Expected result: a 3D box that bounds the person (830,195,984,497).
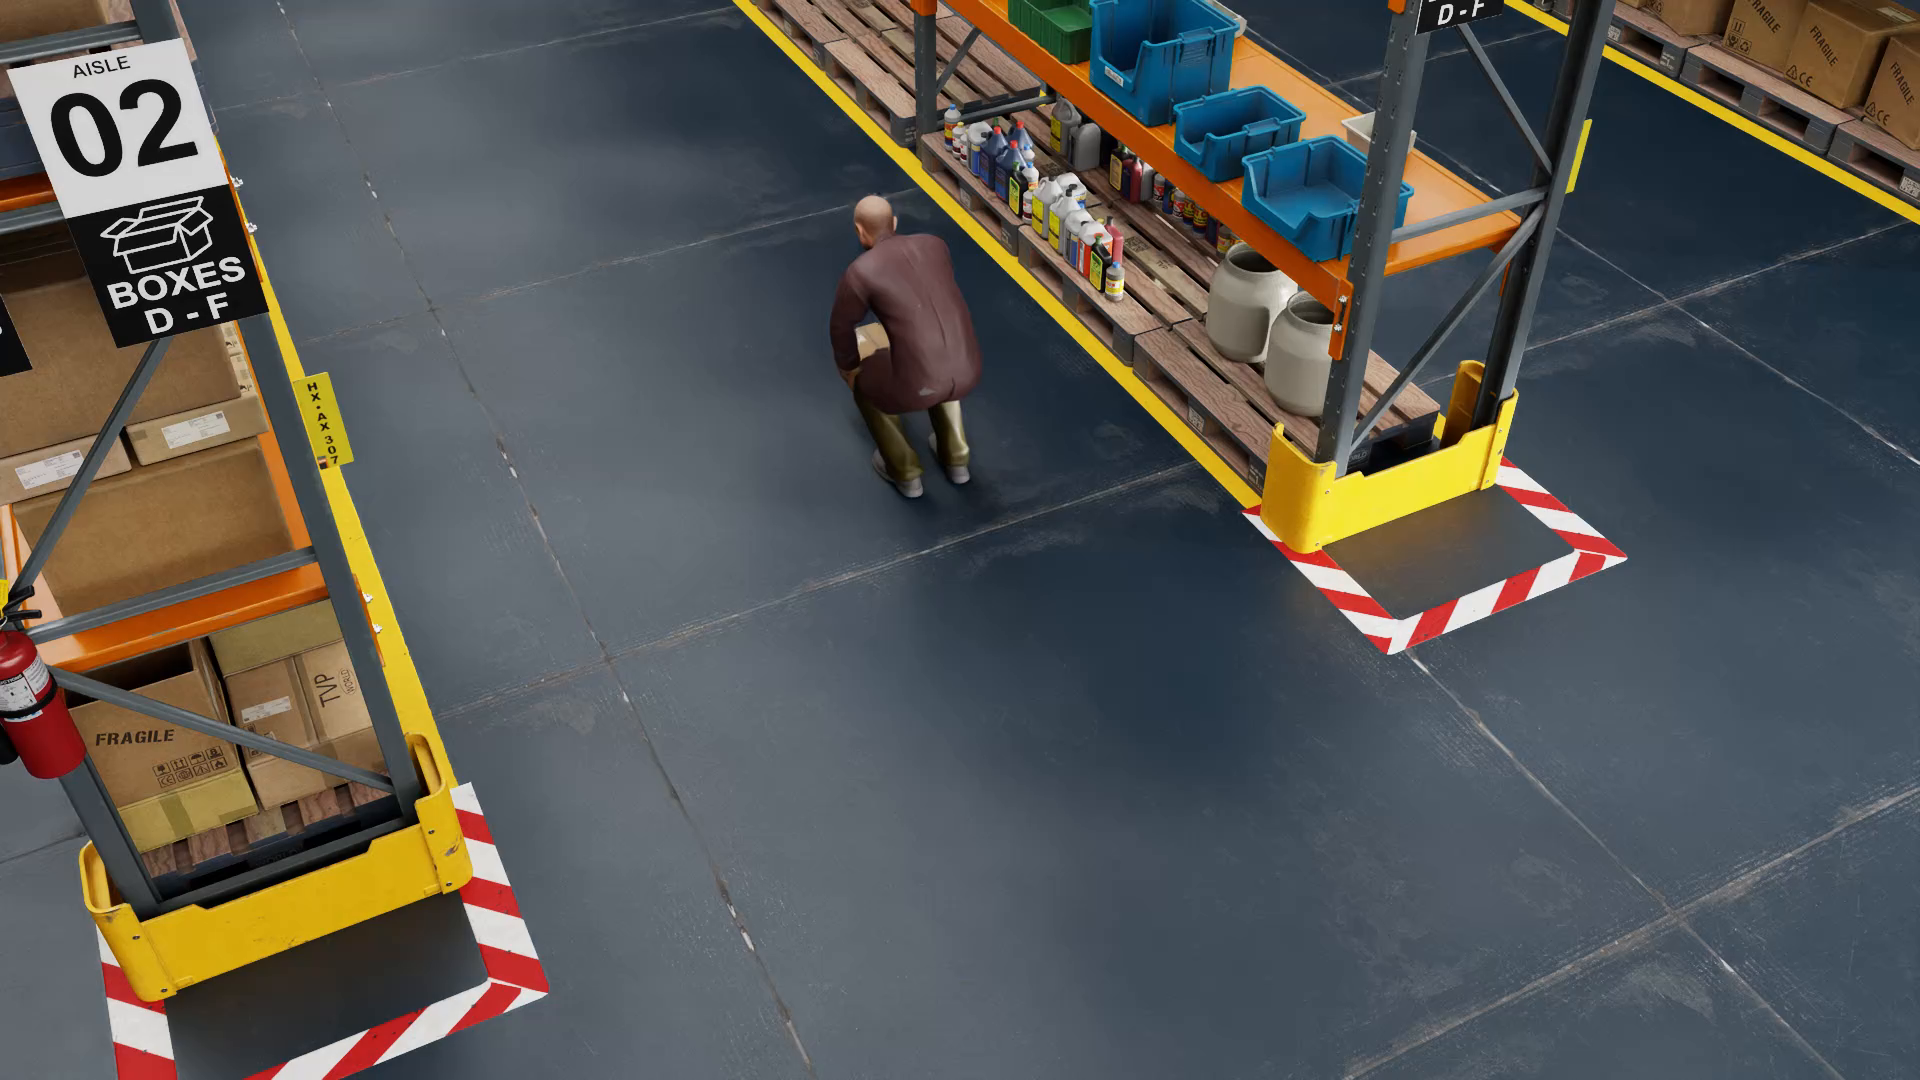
[{"bbox_3d":[-0.236,-0.844,7.514,0.634,1.306,0.776,-19,44,-20],"label":"person"}]
